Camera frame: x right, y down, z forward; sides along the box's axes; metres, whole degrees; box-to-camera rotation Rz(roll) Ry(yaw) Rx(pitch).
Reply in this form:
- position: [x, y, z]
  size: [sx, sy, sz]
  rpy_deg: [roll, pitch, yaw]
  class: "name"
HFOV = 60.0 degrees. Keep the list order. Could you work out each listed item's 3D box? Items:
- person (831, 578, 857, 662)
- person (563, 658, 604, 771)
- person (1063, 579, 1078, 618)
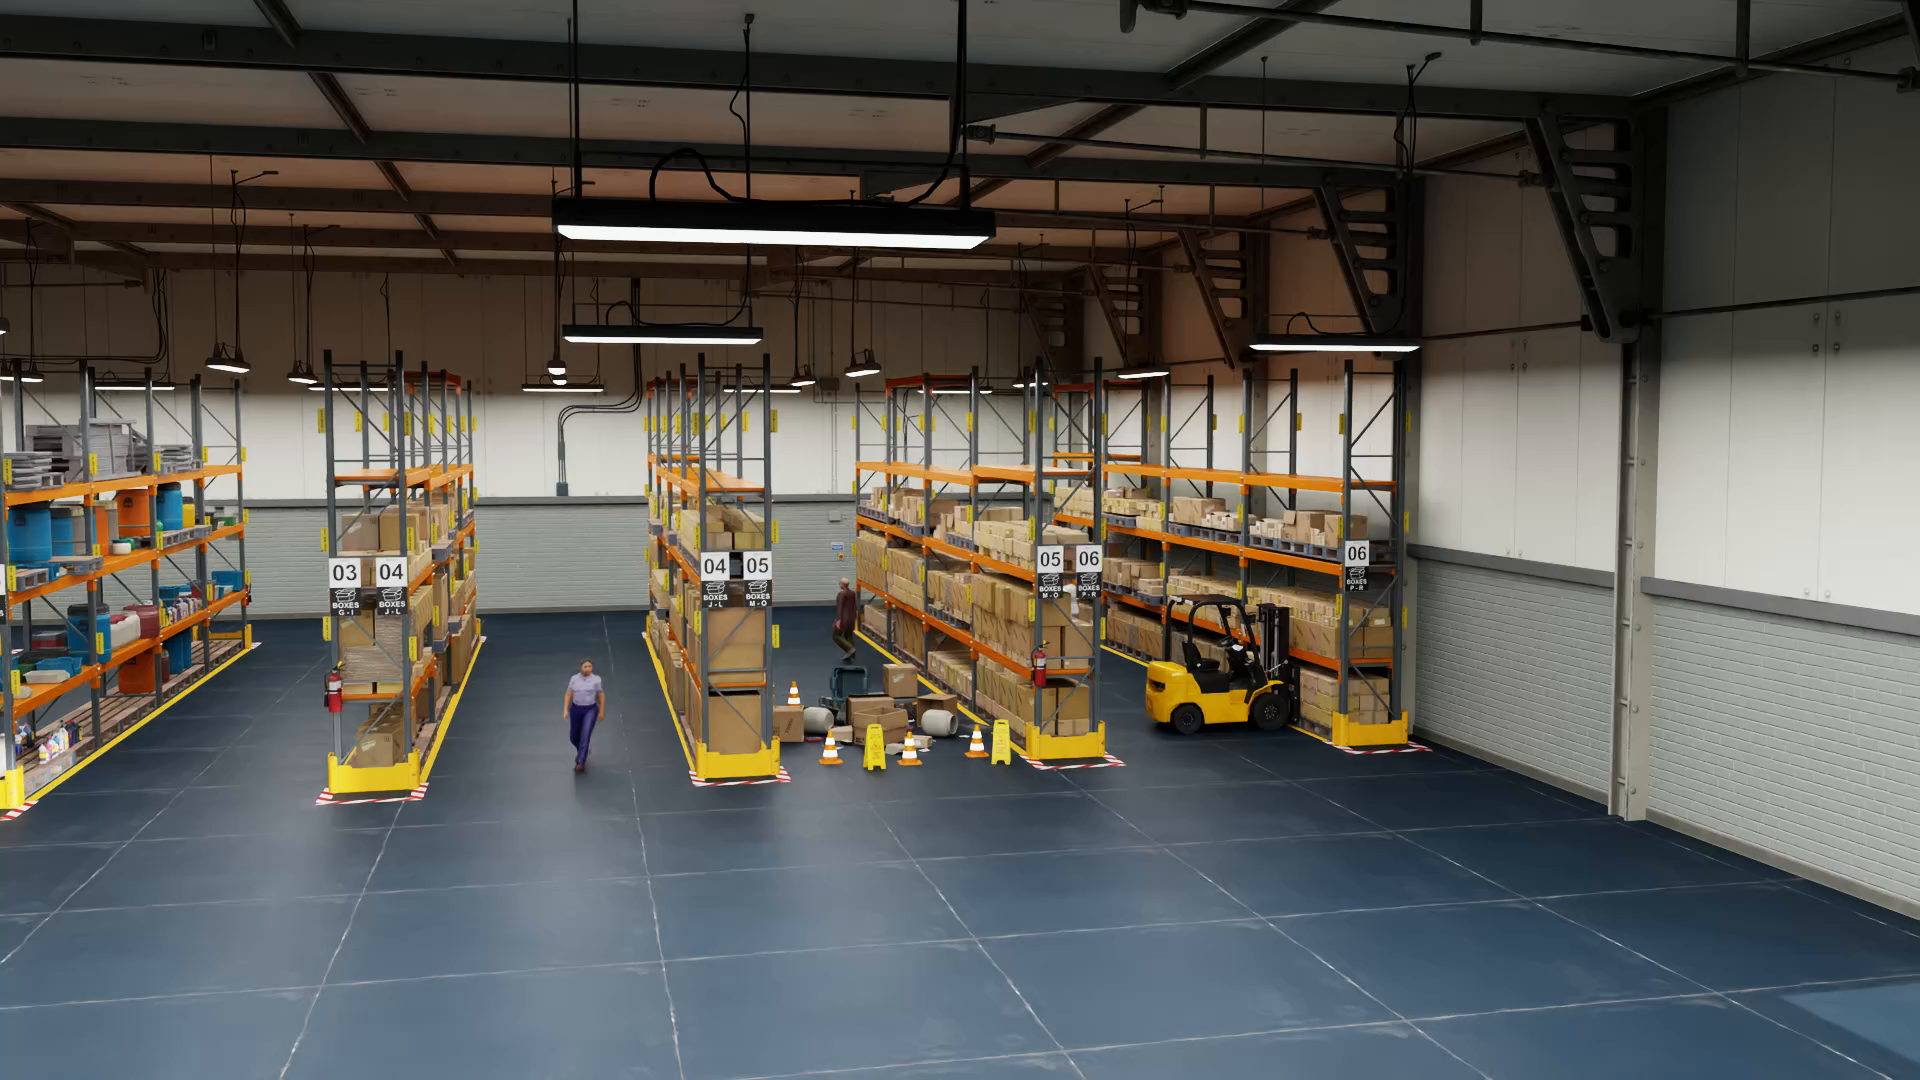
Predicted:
- position: [-2.359, 1.681, 34.850]
  size: [0.584, 1.775, 0.624]
  rpy_deg: [2, 5, 31]
  class: "person"
- position: [-5.479, 2.515, 24.245]
  size: [0.556, 1.604, 0.940]
  rpy_deg: [0, 4, -3]
  class: "person"
- position: [2.385, 1.605, 36.158]
  size: [0.481, 1.763, 0.587]
  rpy_deg: [3, 5, 37]
  class: "person"
